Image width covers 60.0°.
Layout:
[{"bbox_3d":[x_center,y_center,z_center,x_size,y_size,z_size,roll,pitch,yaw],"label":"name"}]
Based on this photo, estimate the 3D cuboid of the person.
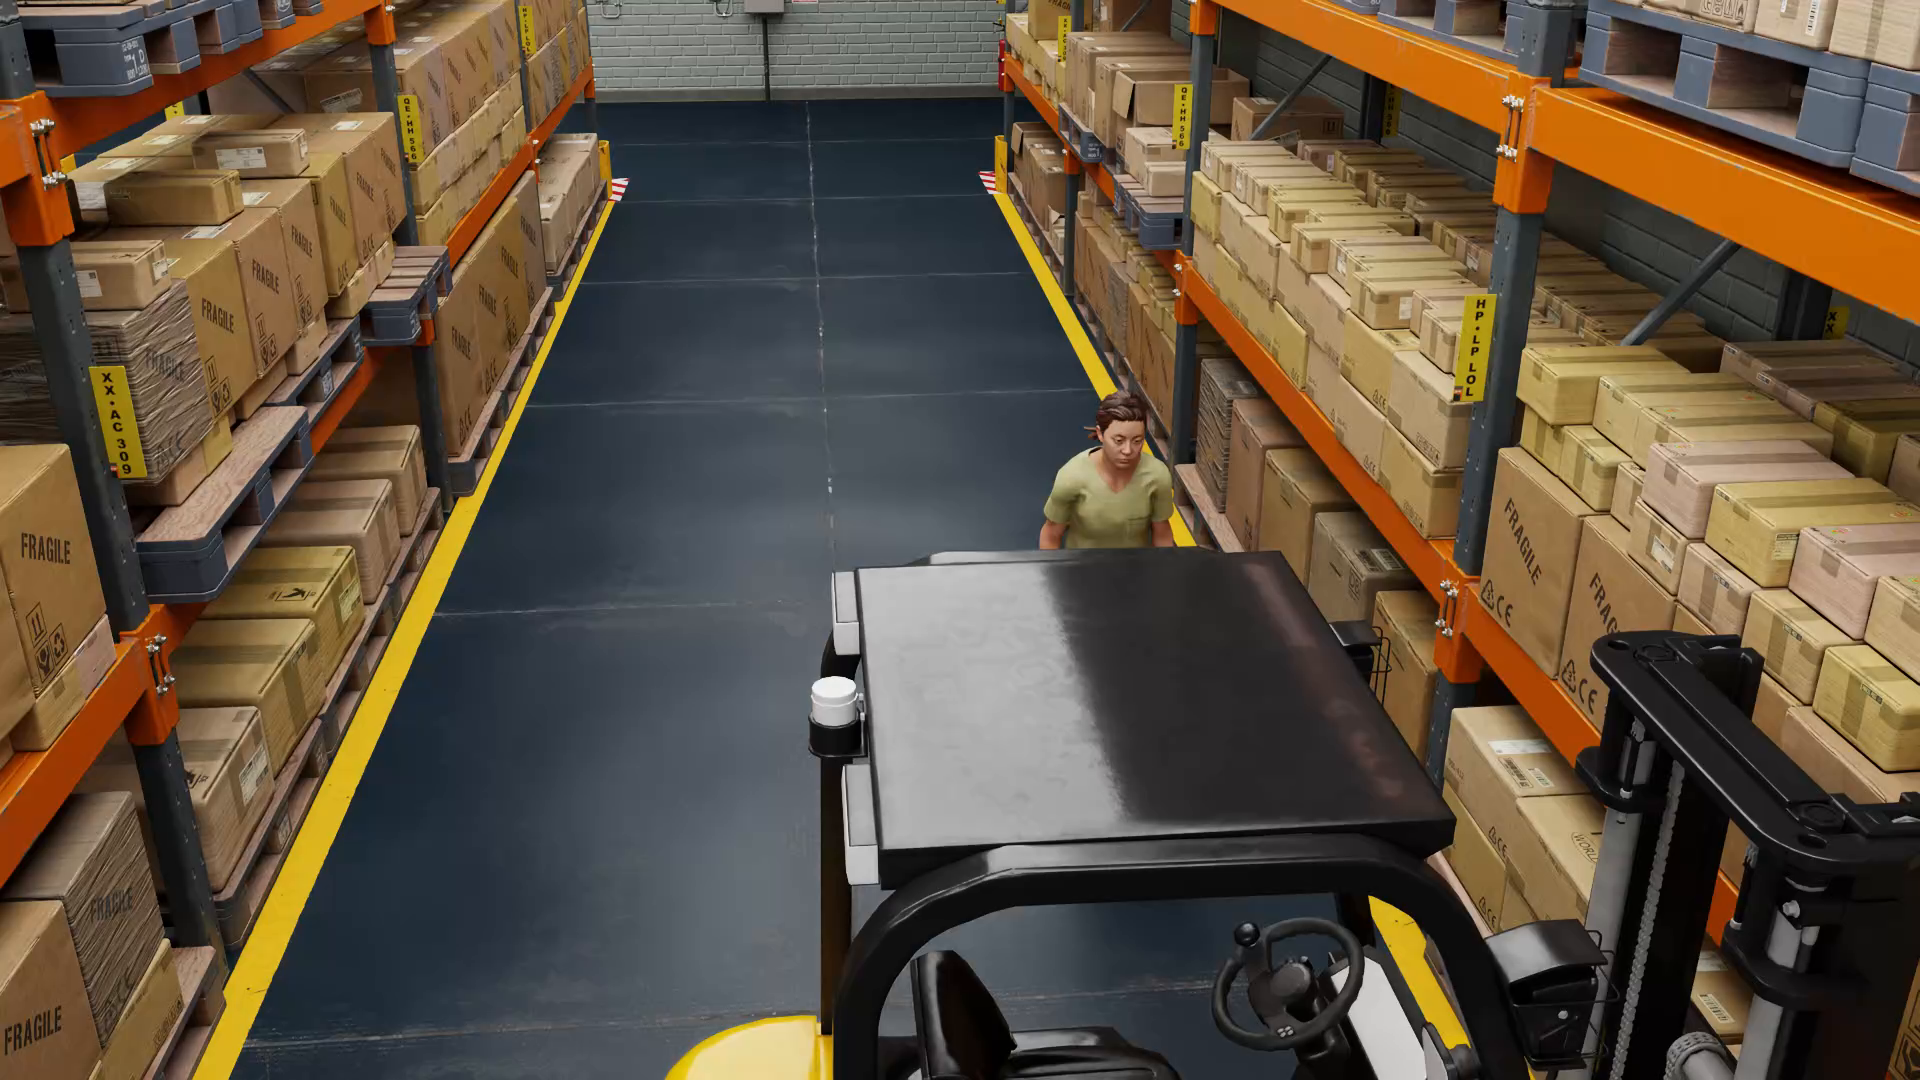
[{"bbox_3d":[0.538,0.345,6.114,0.496,1.436,0.358,-2,24,-6],"label":"person"}]
